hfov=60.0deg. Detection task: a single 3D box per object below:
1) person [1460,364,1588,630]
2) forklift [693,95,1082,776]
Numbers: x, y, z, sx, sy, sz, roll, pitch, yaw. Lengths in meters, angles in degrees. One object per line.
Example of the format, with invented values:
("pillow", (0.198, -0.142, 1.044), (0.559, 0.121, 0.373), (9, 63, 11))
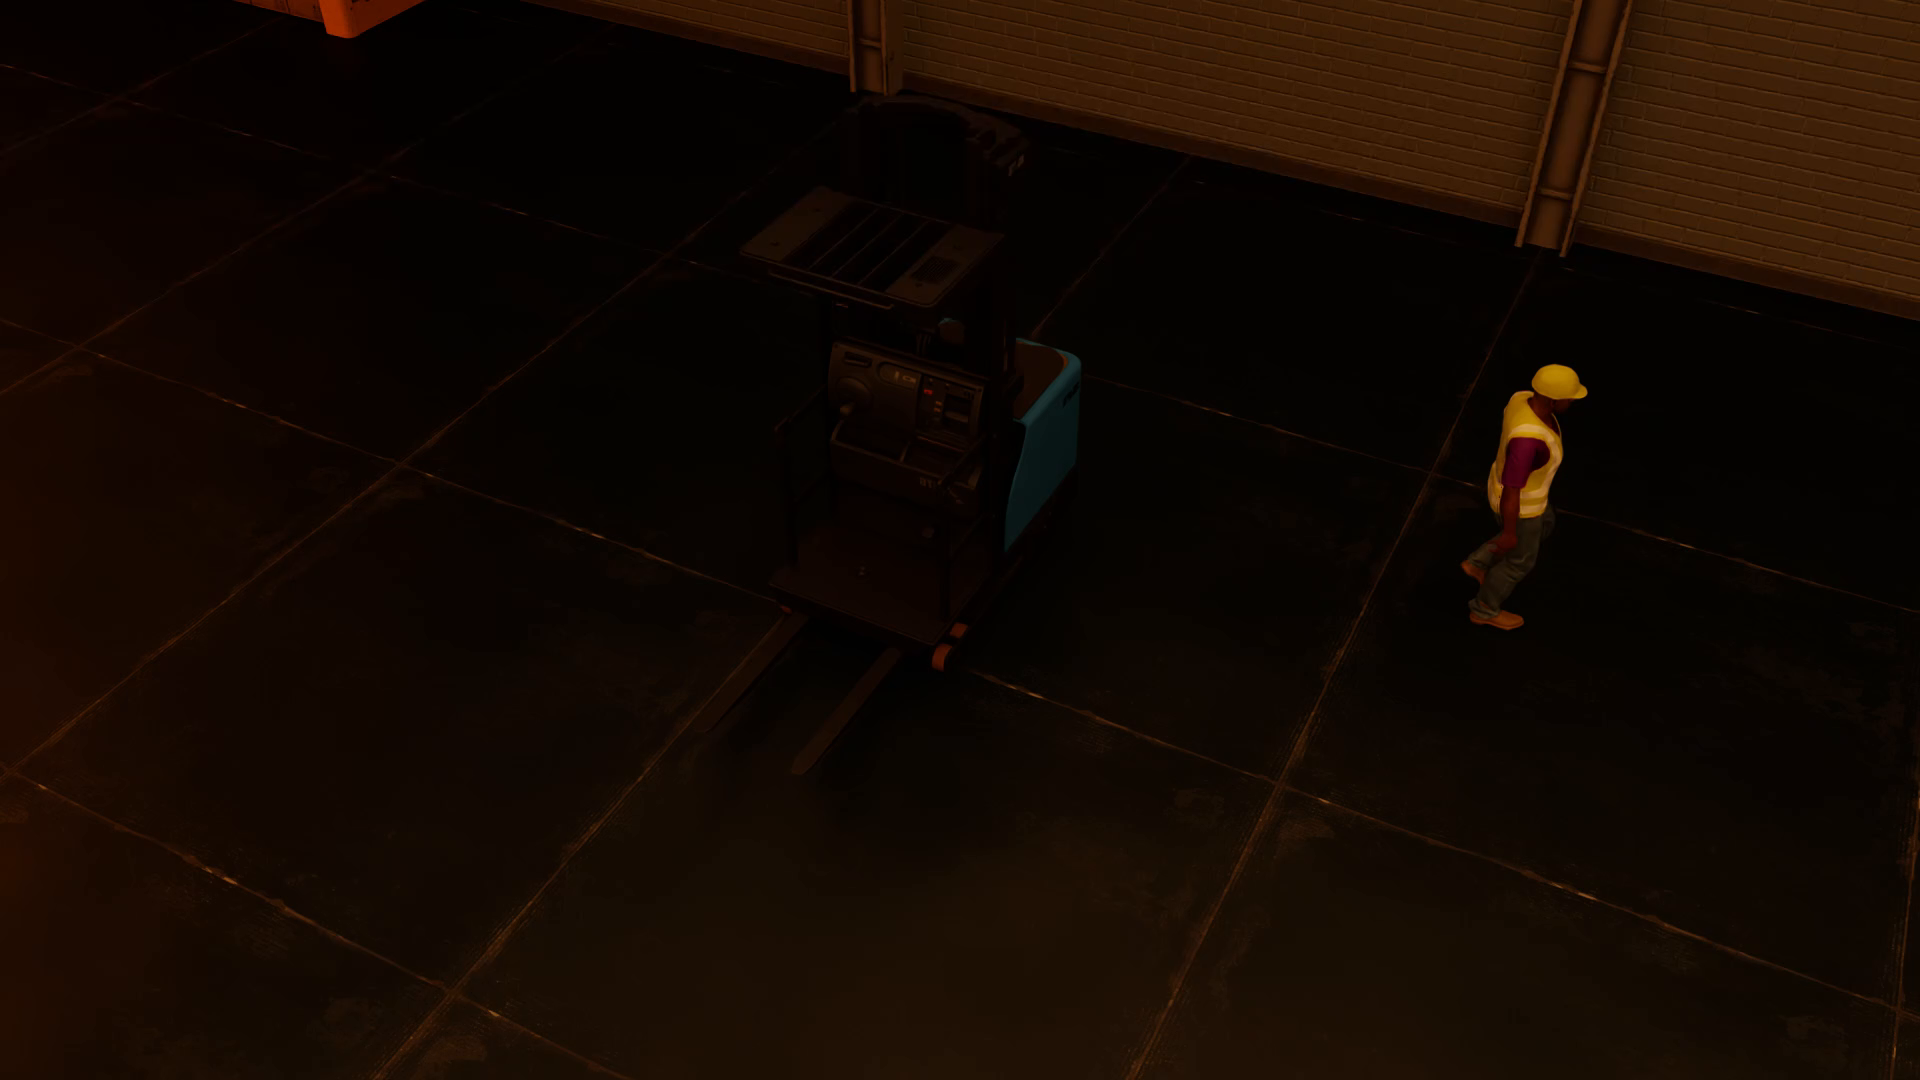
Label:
("person", (3.136, -0.242, 9.196), (0.462, 1.746, 0.736), (7, 41, 8))
("forklift", (-0.396, -0.709, 8.828), (1.130, 2.935, 3.031), (19, 44, 21))
